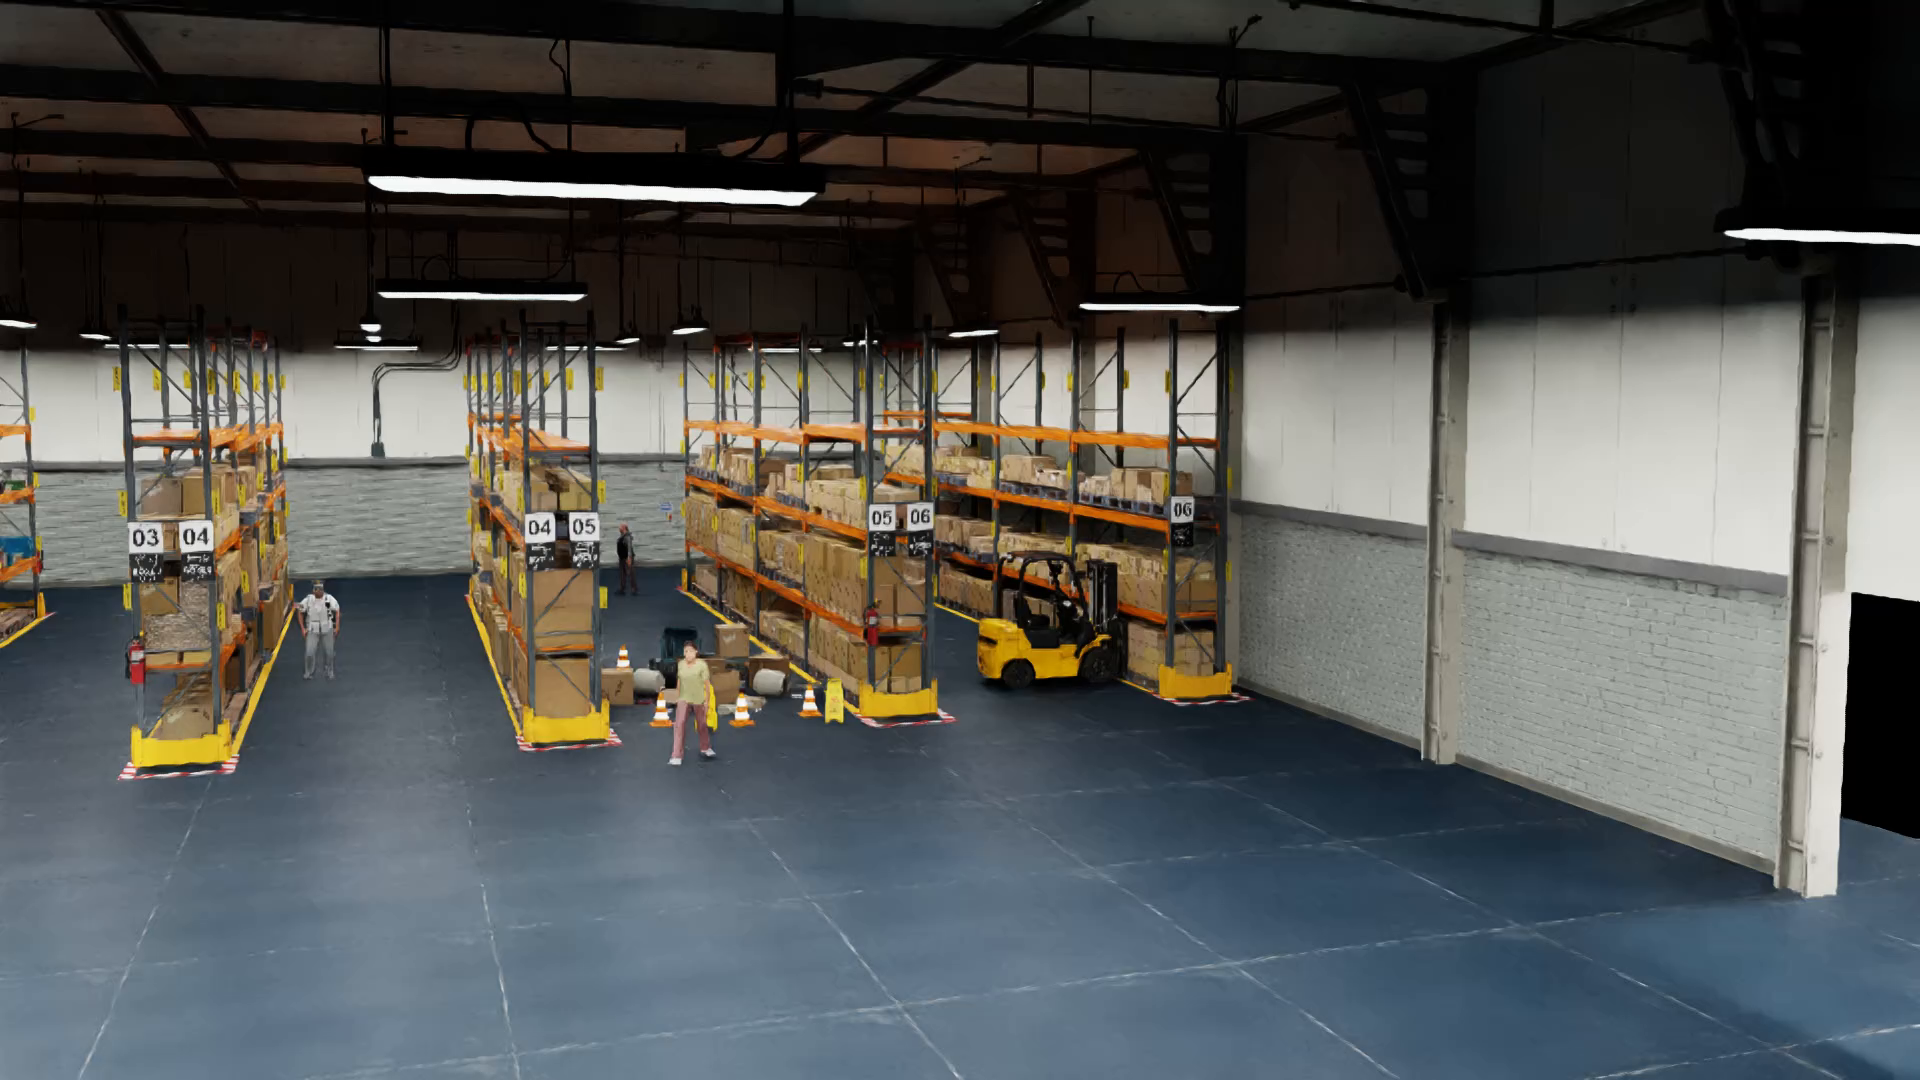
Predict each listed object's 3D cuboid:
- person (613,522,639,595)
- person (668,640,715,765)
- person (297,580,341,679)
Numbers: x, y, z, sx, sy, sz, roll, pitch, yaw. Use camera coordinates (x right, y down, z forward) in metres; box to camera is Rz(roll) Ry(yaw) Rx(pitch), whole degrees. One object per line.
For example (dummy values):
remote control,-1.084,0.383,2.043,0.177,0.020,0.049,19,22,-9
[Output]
person,-7.859,0.432,39.125,0.506,1.723,0.636,-3,6,-30
person,-3.532,2.118,21.918,0.484,1.621,0.946,0,5,5
person,-10.784,1.500,27.999,0.682,1.715,0.536,-2,6,-21
